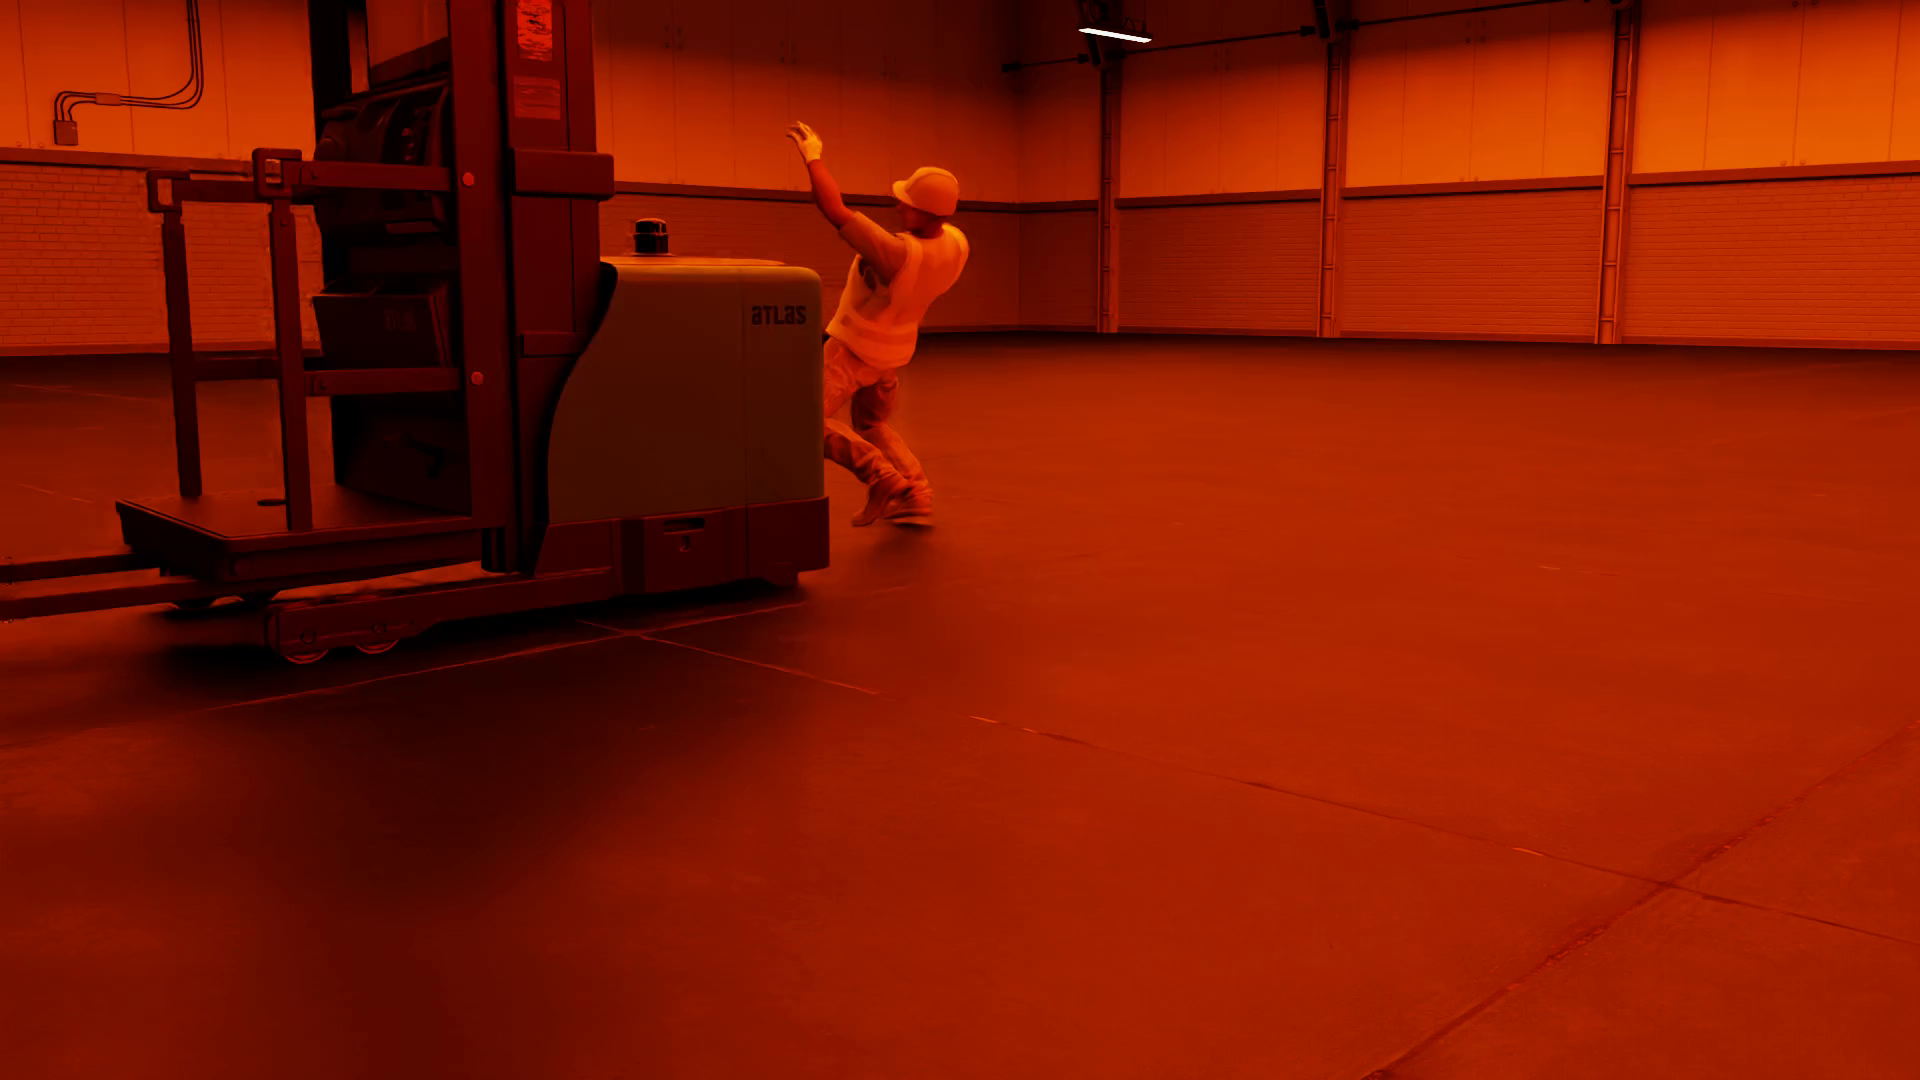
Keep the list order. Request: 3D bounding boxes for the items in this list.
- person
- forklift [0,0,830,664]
[{"bbox_3d":[-0.229,-0.899,7.021,0.690,1.649,1.077,4,9,24],"label":"person"},{"bbox_3d":[-1.894,-1.202,4.855,3.031,2.935,1.130,-7,11,-40],"label":"forklift"}]
